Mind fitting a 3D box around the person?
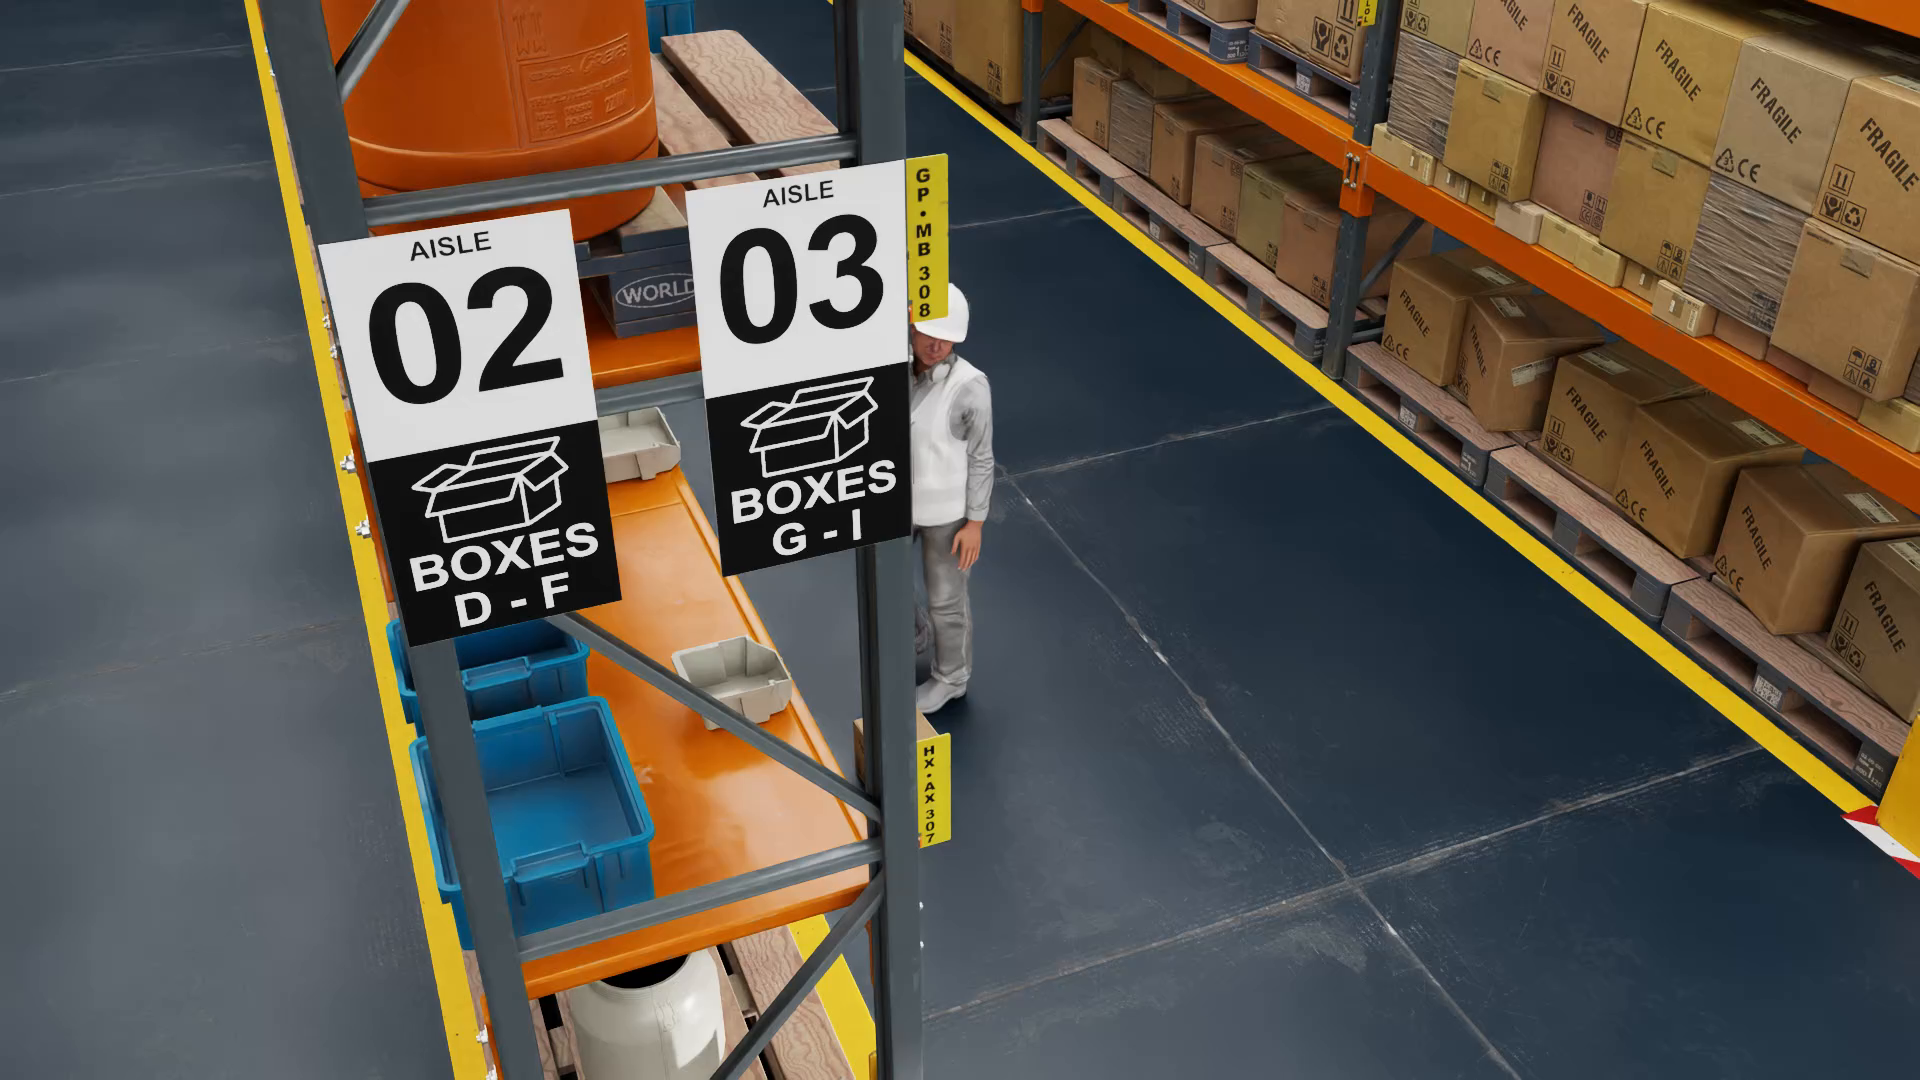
[{"bbox_3d":[-0.146,-0.139,6.312,0.584,1.773,0.388,22,39,30],"label":"person"}]
